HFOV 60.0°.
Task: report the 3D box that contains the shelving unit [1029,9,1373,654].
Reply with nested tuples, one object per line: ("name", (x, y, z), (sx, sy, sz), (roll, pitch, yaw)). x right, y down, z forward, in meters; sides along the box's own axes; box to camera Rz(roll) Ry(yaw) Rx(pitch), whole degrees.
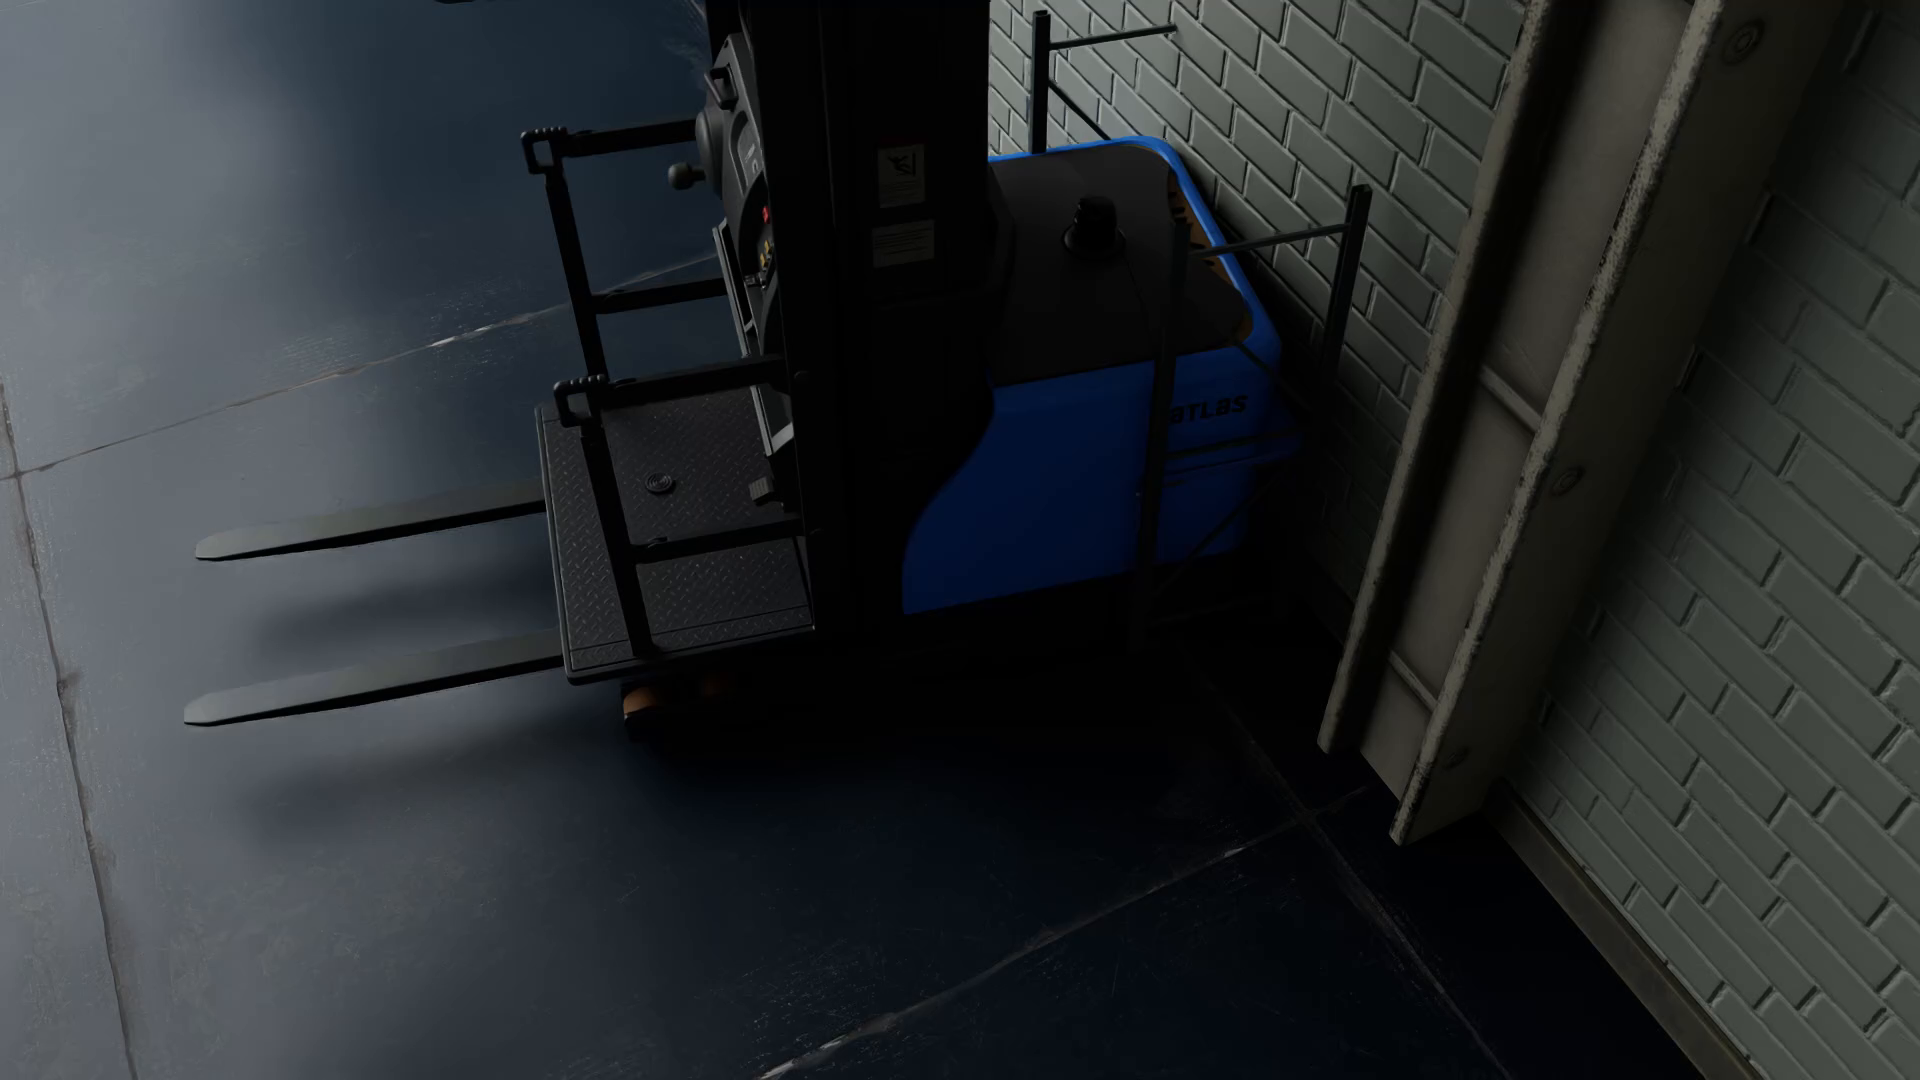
("shelving unit", (0.588, -0.601, 4.741), (0.538, 1.500, 1.048), (-12, 47, -11))

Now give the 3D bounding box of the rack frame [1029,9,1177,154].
("rack frame", (0.445, -0.948, 5.084), (0.500, 1.500, 0.032), (-12, 47, -11))

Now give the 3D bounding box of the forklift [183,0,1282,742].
("forklift", (-0.722, -0.839, 4.037), (3.031, 2.935, 1.130), (-11, 50, -9))

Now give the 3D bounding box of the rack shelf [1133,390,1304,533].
("rack shelf", (0.589, -0.475, 4.869), (0.538, 0.185, 1.000), (-12, 47, -11))

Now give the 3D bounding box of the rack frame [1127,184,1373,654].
("rack frame", (0.730, -0.254, 4.398), (0.500, 1.500, 0.032), (-12, 47, -11))
